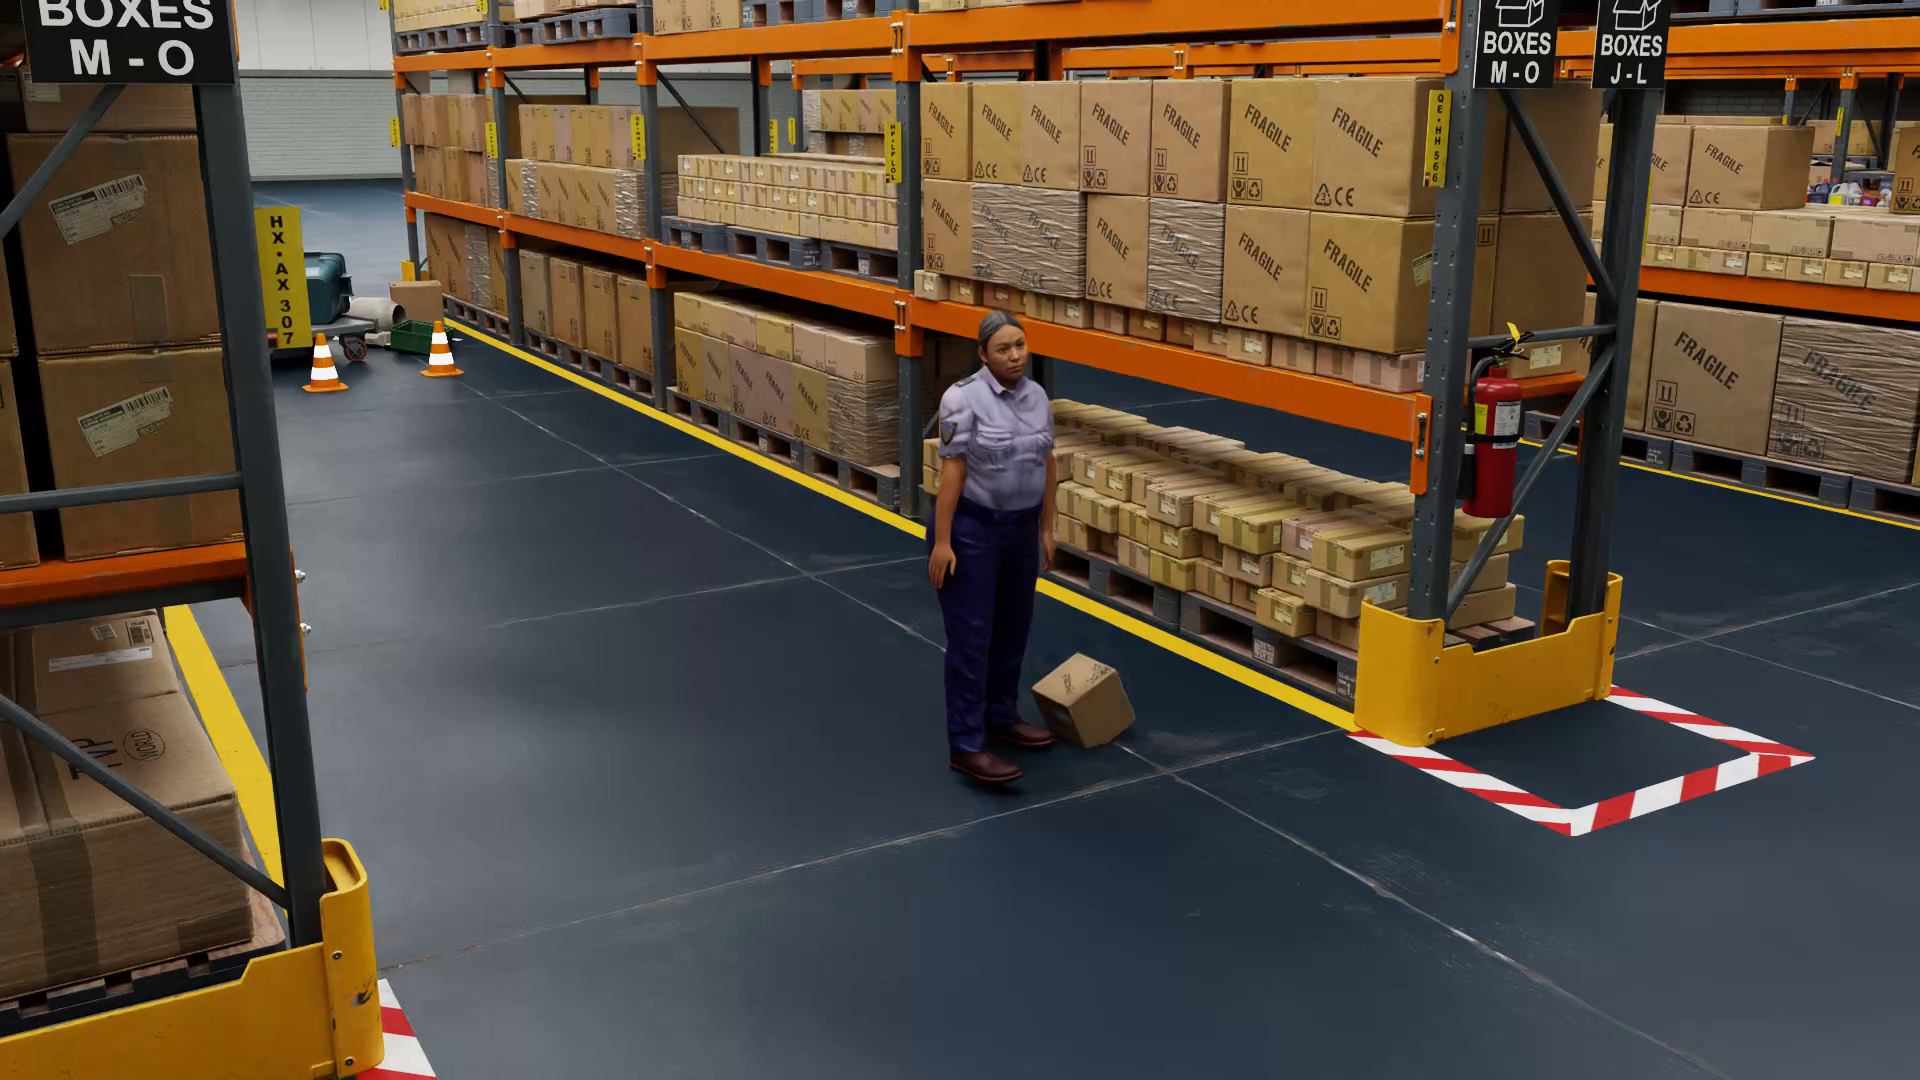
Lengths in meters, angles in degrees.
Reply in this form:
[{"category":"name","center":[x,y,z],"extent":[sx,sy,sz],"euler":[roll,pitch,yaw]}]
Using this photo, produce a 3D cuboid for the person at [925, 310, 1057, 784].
[{"category":"person","center":[0.144,0.016,5.893],"extent":[0.588,1.652,0.501],"euler":[-12,19,-38]}]
